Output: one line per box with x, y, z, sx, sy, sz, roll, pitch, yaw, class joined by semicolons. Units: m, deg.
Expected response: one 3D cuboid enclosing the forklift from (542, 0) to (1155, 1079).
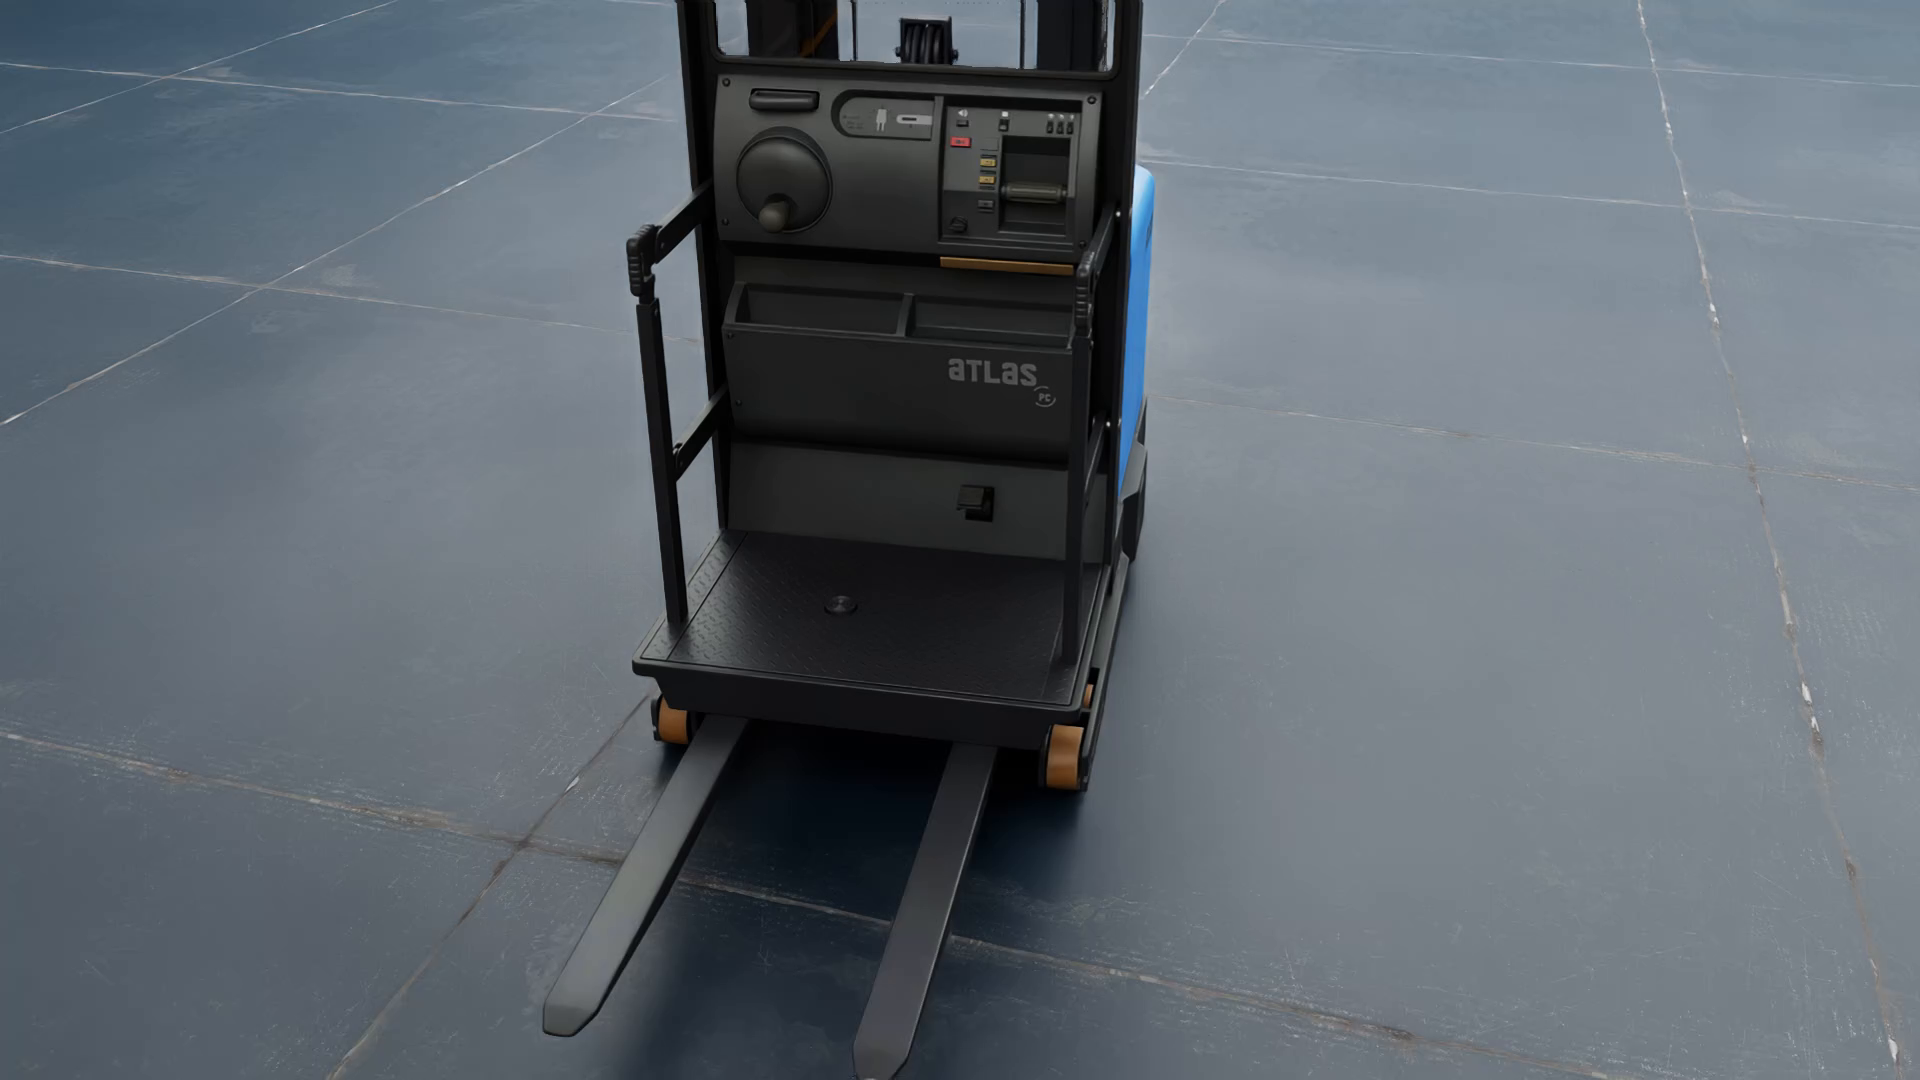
-0.171;-0.853;3.768;1.130;2.935;3.031;5;30;10;forklift
